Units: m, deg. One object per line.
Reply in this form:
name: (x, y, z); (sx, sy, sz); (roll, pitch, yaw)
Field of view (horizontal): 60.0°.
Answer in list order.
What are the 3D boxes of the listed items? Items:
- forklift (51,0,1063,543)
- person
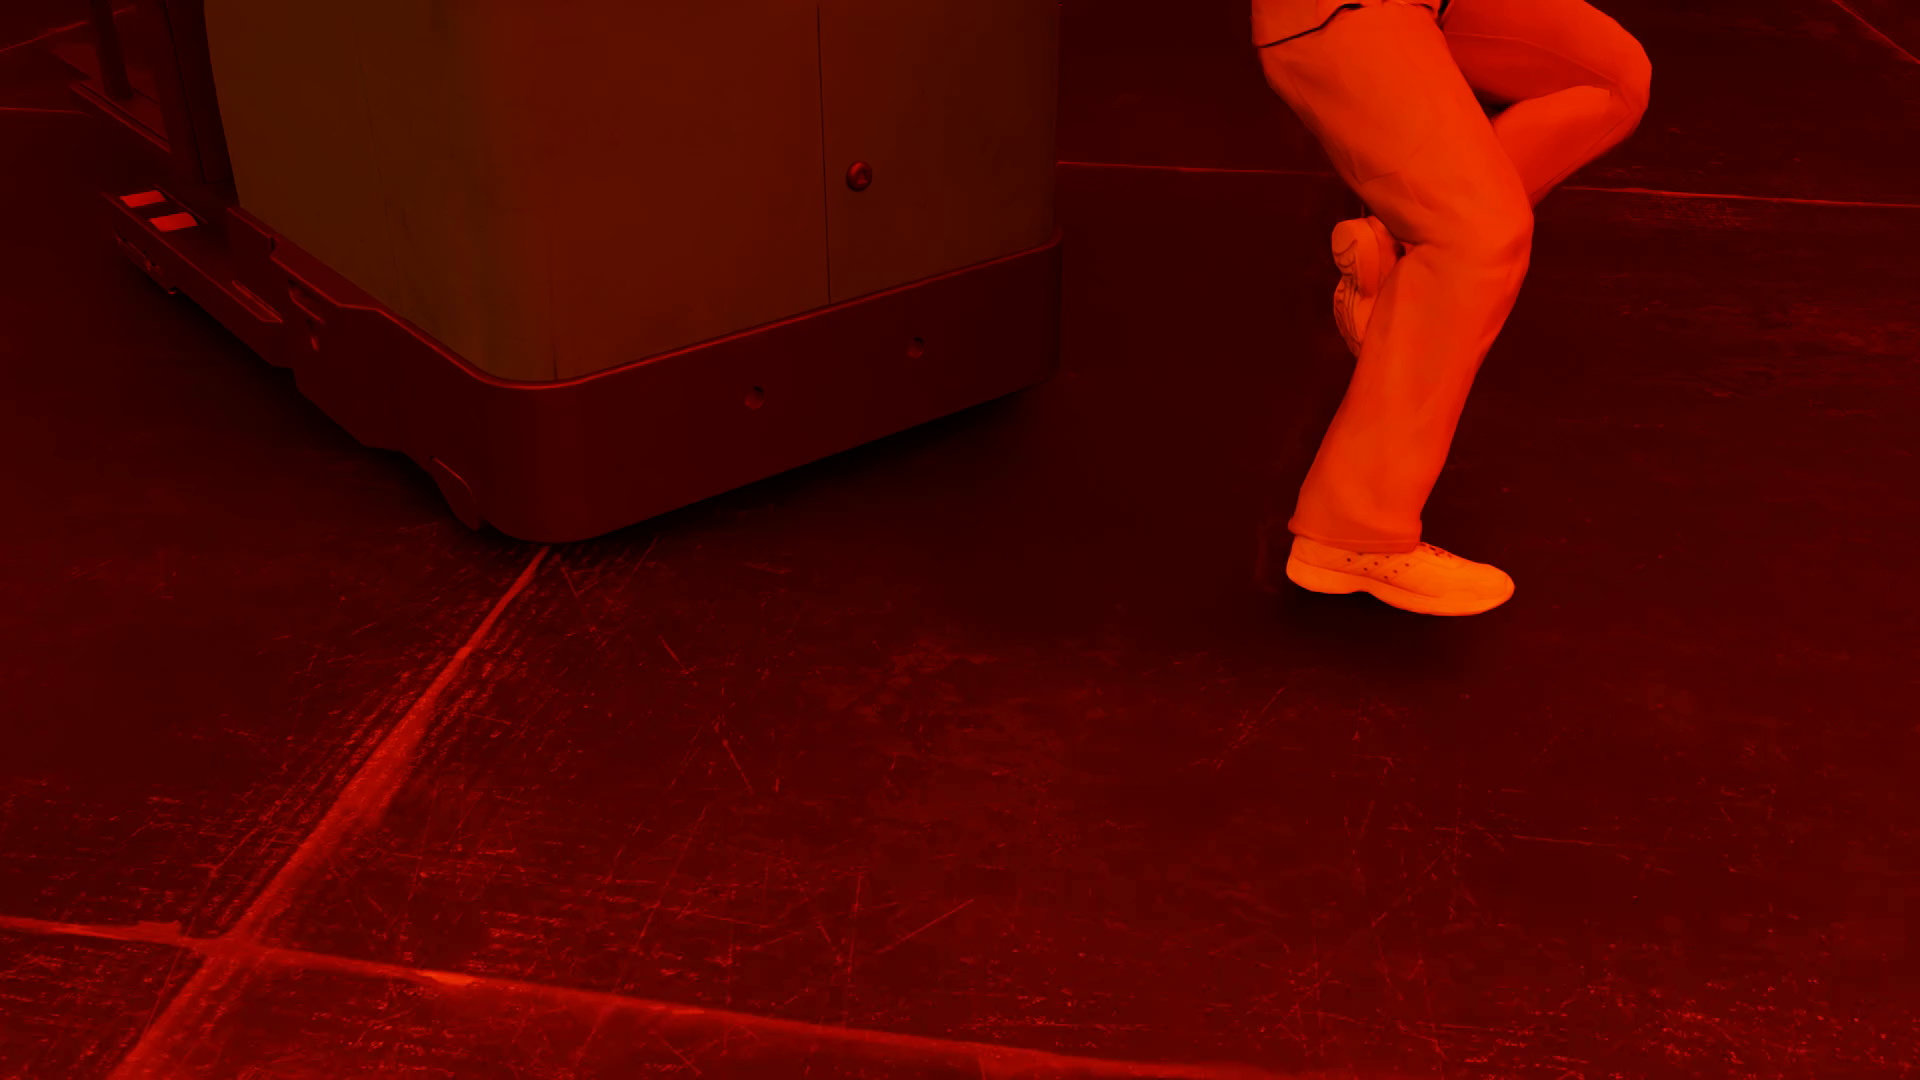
forklift: (-1.156, -1.919, 2.939); (1.130, 2.935, 3.031); (-22, 36, -34)
person: (0.713, -0.702, 2.215); (0.761, 1.425, 0.818); (15, 32, 24)
